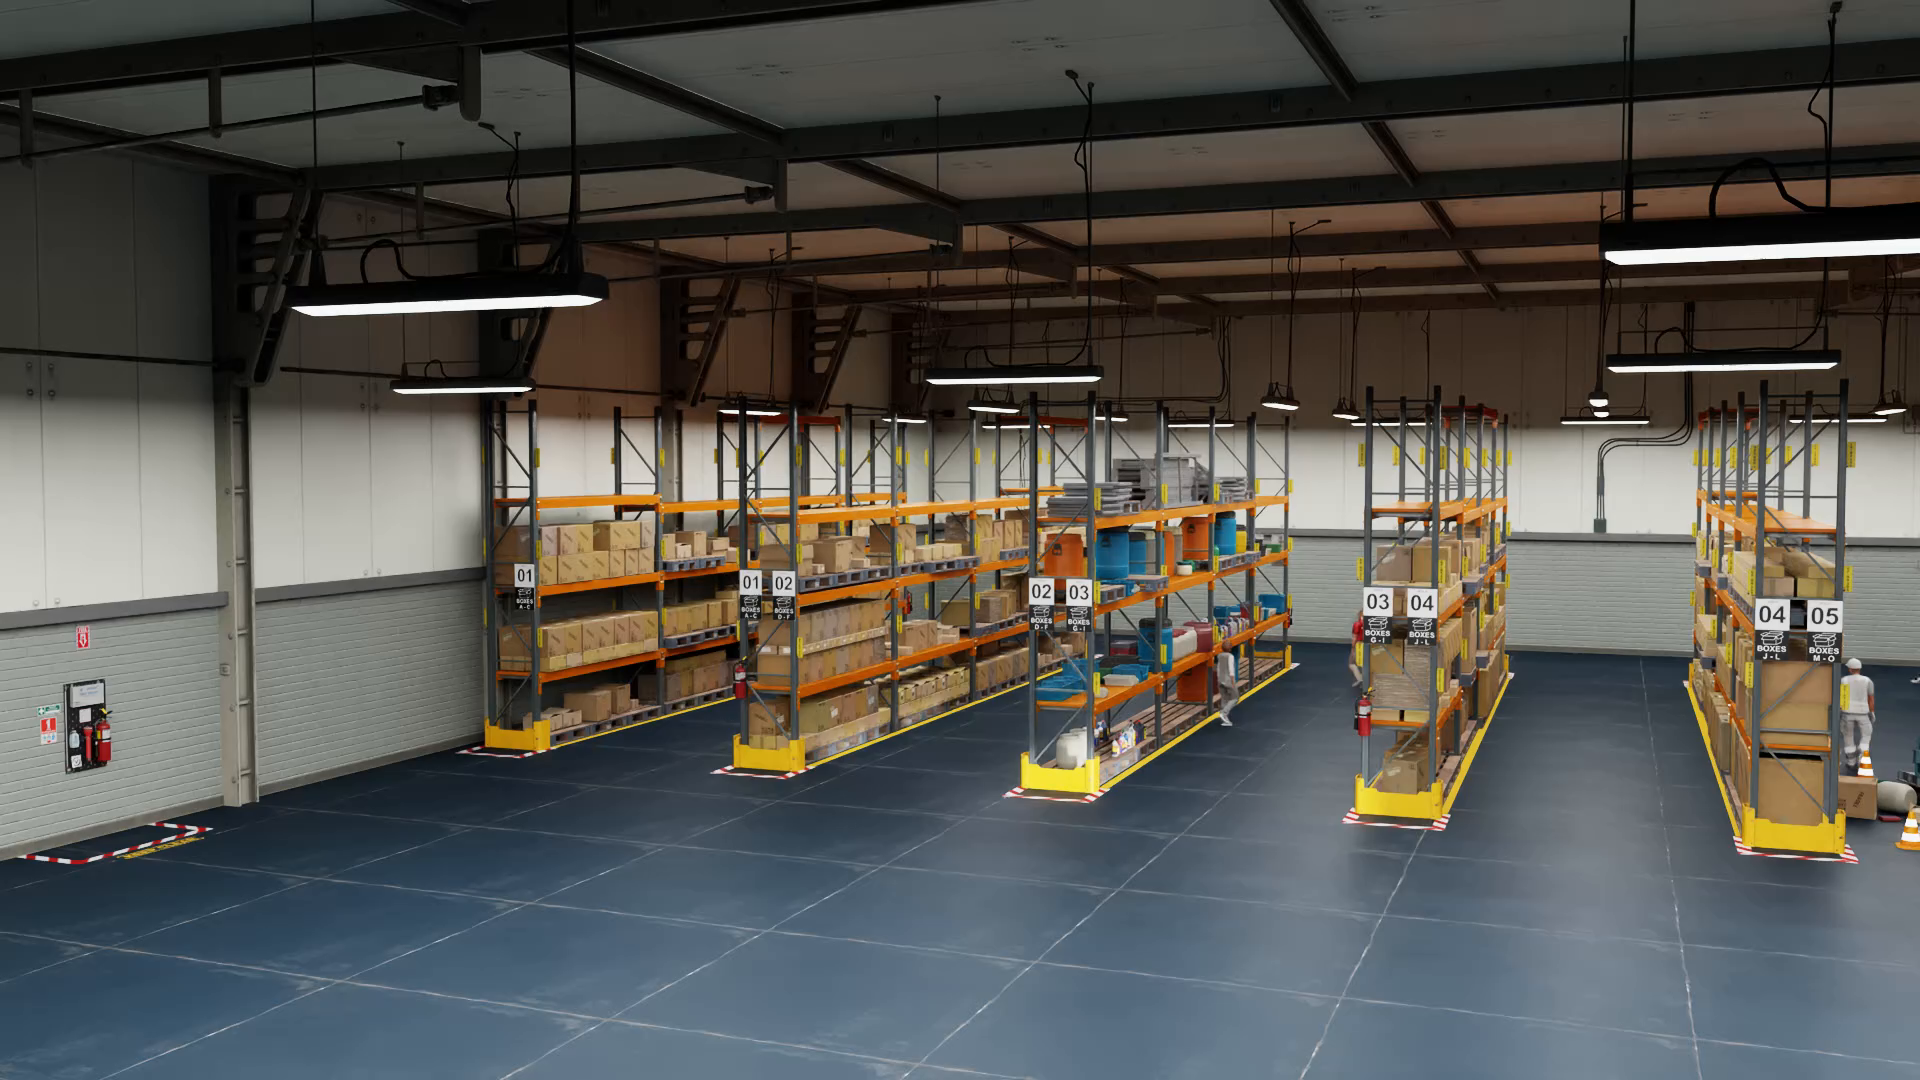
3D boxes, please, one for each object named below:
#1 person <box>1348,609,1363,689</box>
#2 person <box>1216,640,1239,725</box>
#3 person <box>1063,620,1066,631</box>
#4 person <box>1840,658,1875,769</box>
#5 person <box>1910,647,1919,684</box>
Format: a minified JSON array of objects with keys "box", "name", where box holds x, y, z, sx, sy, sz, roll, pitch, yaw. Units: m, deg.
[{"box":[8.715,2.366,35.968,0.587,1.724,0.481,-1,3,-19],"name":"person"},{"box":[4.937,2.675,31.031,0.441,1.597,0.436,-2,4,-39],"name":"person"},{"box":[2.983,2.018,43.566,0.476,1.637,0.489,-1,3,-25],"name":"person"},{"box":[14.384,2.798,26.710,0.573,1.787,0.553,1,3,22],"name":"person"},{"box":[21.421,2.355,36.783,0.811,1.638,0.496,0,3,4],"name":"person"}]
